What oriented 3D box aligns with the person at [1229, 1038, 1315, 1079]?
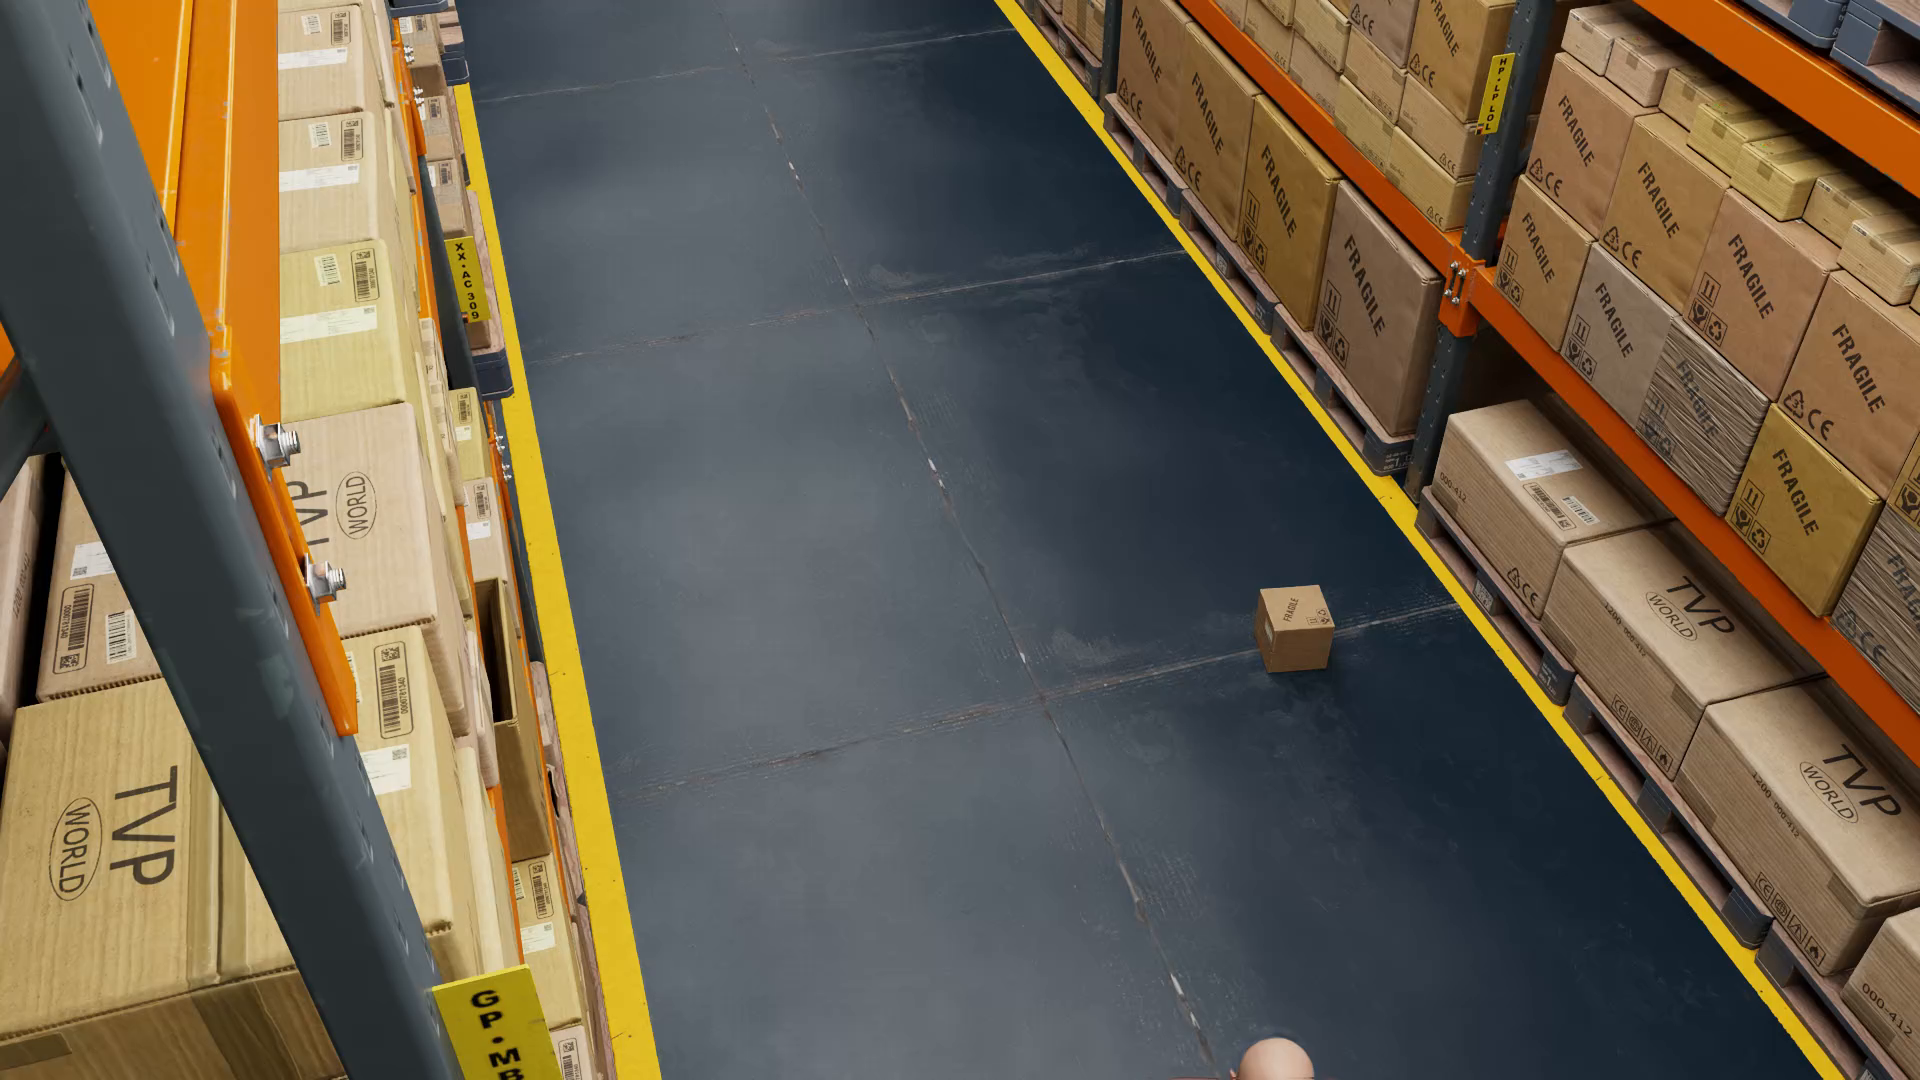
[{"bbox_3d":[0.658,1.785,4.159,0.576,1.757,0.790,4,42,4],"label":"person"}]
